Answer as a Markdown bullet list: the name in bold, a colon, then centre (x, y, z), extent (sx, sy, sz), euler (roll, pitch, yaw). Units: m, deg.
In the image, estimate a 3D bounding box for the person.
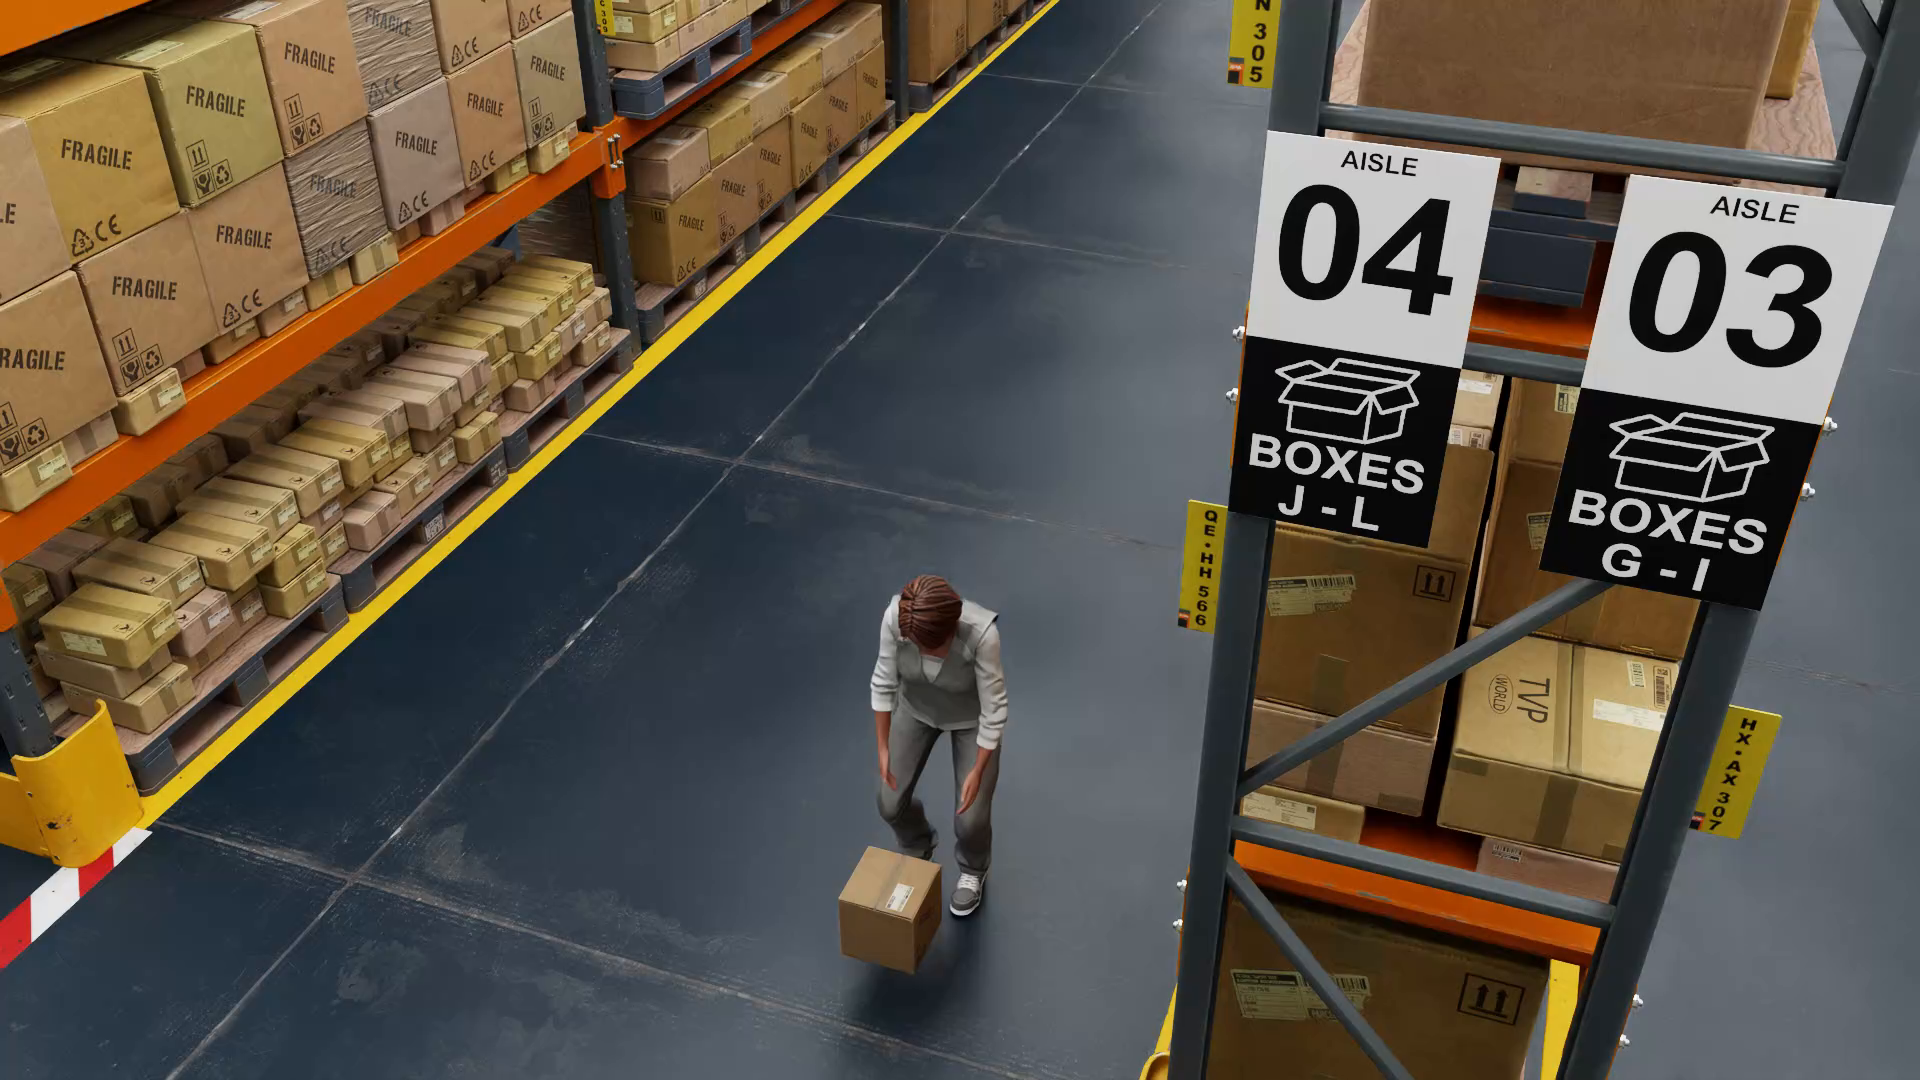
- **person**: centre (-0.043, 0.628, 5.375), extent (0.456, 1.423, 0.560), euler (12, 35, 17)
